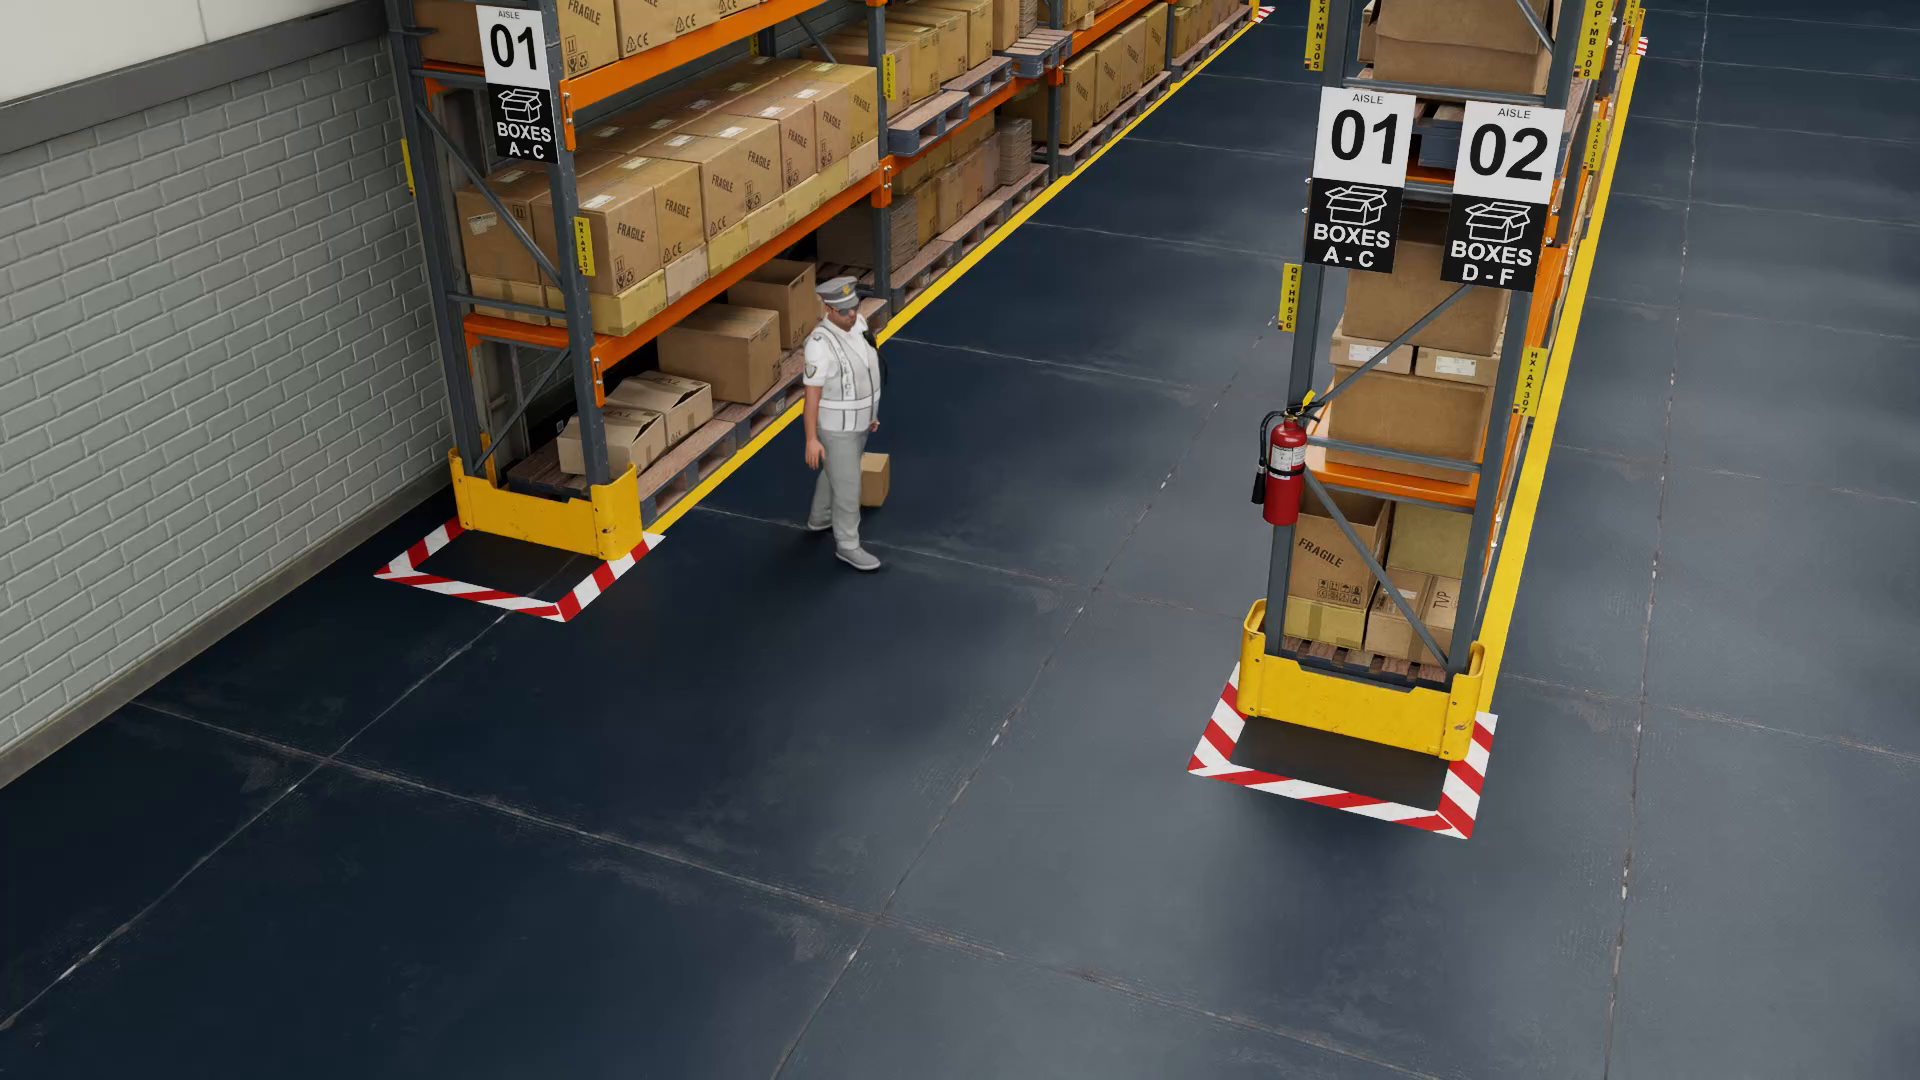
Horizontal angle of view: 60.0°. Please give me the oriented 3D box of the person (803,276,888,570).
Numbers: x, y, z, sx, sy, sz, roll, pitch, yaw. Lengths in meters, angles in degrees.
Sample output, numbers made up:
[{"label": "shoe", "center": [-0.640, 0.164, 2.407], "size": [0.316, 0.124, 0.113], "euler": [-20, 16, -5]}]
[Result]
[{"label": "person", "center": [-0.699, -0.706, 9.633], "size": [0.623, 1.742, 0.703], "euler": [13, 32, 22]}]
